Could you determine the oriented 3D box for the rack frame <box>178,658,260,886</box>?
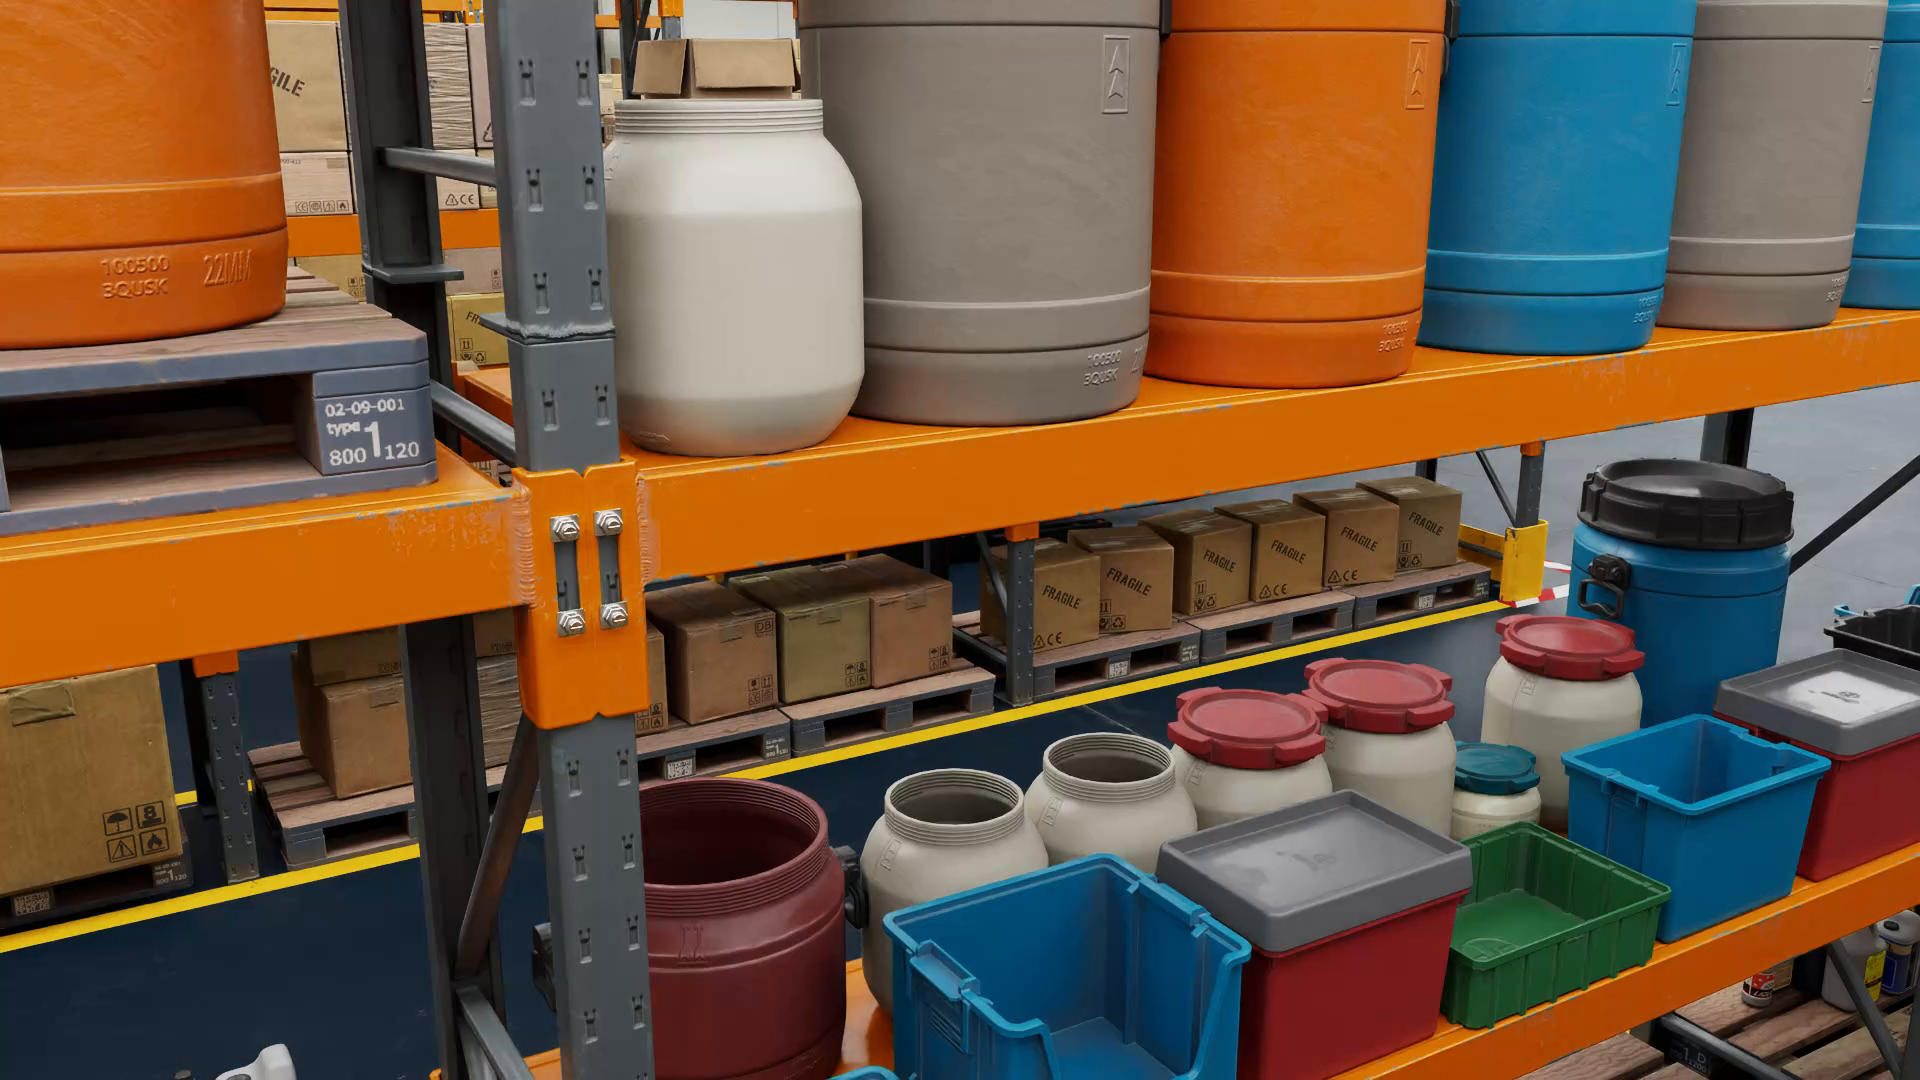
[{"bbox_3d":[-3.335,-0.086,7.160,0.127,3.000,1.000,-9,18,-30],"label":"rack frame"}]

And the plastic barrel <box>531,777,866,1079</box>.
[{"bbox_3d":[-0.542,0.860,3.534,0.708,0.536,0.600,-9,18,-30],"label":"plastic barrel"}]

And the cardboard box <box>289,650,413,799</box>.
[{"bbox_3d":[-2.771,0.808,7.787,0.500,0.500,0.700,-10,19,-33],"label":"cardboard box"}]

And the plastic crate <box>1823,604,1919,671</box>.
[{"bbox_3d":[3.159,0.490,5.219,0.504,0.338,0.767,-9,18,-30],"label":"plastic crate"}]

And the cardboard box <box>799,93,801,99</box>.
[{"bbox_3d":[-1.236,-3.455,13.123,0.250,0.149,0.380,-10,18,-31],"label":"cardboard box"}]

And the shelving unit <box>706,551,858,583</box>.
[{"bbox_3d":[-1.330,-0.562,11.637,1.083,1.500,0.587,-8,17,-25],"label":"shelving unit"}]

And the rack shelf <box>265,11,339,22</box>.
[{"bbox_3d":[-9.284,-6.155,19.768,4.000,0.370,1.077,-9,18,-30],"label":"rack shelf"}]

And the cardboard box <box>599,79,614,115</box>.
[{"bbox_3d":[-2.897,-3.291,12.351,0.500,0.250,0.500,-9,18,-29],"label":"cardboard box"}]

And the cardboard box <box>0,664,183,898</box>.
[{"bbox_3d":[-3.937,0.826,7.065,0.875,0.875,1.225,-10,19,-32],"label":"cardboard box"}]

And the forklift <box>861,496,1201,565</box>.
[{"bbox_3d":[0.563,-1.487,12.285,3.031,2.935,1.130,-8,17,-25],"label":"forklift"}]

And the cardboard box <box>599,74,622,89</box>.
[{"bbox_3d":[-3.707,-4.765,17.281,0.250,0.149,0.380,-10,18,-32],"label":"cardboard box"}]

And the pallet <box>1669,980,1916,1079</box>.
[{"bbox_3d":[3.242,1.763,5.731,1.213,0.211,1.003,-9,18,-30],"label":"pallet"}]

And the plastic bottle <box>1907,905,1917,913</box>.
[{"bbox_3d":[3.490,1.340,6.167,0.185,0.351,0.144,-9,18,-30],"label":"plastic bottle"}]

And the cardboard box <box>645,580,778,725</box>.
[{"bbox_3d":[-1.341,0.570,8.636,0.500,0.500,0.700,-11,19,-34],"label":"cardboard box"}]

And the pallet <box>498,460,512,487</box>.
[{"bbox_3d":[-1.659,-0.279,8.202,1.213,0.211,1.003,-9,18,-30],"label":"pallet"}]

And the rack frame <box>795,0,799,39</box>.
[{"bbox_3d":[-1.581,-6.380,18.497,0.127,3.000,1.000,-9,18,-30],"label":"rack frame"}]

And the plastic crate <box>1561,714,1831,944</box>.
[{"bbox_3d":[1.859,0.737,4.254,0.575,0.384,0.392,-9,18,-30],"label":"plastic crate"}]

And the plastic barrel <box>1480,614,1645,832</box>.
[{"bbox_3d":[1.712,0.520,4.744,0.433,0.535,0.433,0,16,0],"label":"plastic barrel"}]

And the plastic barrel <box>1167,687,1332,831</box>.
[{"bbox_3d":[0.712,0.683,4.166,0.433,0.535,0.433,0,16,0],"label":"plastic barrel"}]

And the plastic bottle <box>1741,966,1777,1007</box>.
[{"bbox_3d":[2.795,1.517,5.811,0.097,0.201,0.097,0,16,0],"label":"plastic bottle"}]

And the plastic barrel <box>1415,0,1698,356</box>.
[{"bbox_3d":[1.199,-0.879,3.503,0.708,0.901,0.600,-9,18,-30],"label":"plastic barrel"}]

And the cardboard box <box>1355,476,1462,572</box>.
[{"bbox_3d":[2.979,-0.114,11.112,0.500,0.500,0.500,-6,17,-19],"label":"cardboard box"}]

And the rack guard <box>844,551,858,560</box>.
[{"bbox_3d":[-0.884,-0.020,12.019,0.087,0.250,0.587,-8,17,-25],"label":"rack guard"}]

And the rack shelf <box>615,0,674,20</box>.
[{"bbox_3d":[-4.088,-3.876,11.637,4.000,0.370,1.077,-9,18,-30],"label":"rack shelf"}]

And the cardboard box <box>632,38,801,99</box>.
[{"bbox_3d":[-1.167,-2.165,8.049,0.637,0.503,0.797,-8,18,-27],"label":"cardboard box"}]

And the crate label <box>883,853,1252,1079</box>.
[{"bbox_3d":[0.207,0.967,3.337,0.616,0.435,0.502,-9,18,-30],"label":"crate label"}]

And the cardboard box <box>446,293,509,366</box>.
[{"bbox_3d":[-3.550,-1.577,12.294,0.500,0.500,0.500,-9,18,-29],"label":"cardboard box"}]

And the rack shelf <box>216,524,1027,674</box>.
[{"bbox_3d":[-1.620,-0.018,8.249,4.000,0.370,1.077,-9,18,-30],"label":"rack shelf"}]

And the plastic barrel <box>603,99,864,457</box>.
[{"bbox_3d":[-0.360,-0.411,2.553,0.421,0.512,0.421,0,16,0],"label":"plastic barrel"}]

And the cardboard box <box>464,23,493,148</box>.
[{"bbox_3d":[-1.935,-1.966,7.199,0.500,0.500,0.500,-10,18,-31],"label":"cardboard box"}]

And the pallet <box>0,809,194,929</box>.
[{"bbox_3d":[-4.049,1.349,7.208,1.213,0.211,1.003,-9,18,-30],"label":"pallet"}]

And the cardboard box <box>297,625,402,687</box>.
[{"bbox_3d":[-2.776,0.444,7.694,0.500,0.250,0.500,-8,18,-27],"label":"cardboard box"}]

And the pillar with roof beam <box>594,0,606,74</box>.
[{"bbox_3d":[-2.984,-6.643,19.438,0.400,9.000,9.100,-9,18,-30],"label":"pillar with roof beam"}]

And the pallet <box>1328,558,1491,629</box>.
[{"bbox_3d":[2.743,0.260,11.092,1.213,0.211,1.003,-9,18,-30],"label":"pallet"}]

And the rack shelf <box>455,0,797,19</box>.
[{"bbox_3d":[-3.295,-5.754,17.603,4.000,0.370,1.077,-9,18,-30],"label":"rack shelf"}]

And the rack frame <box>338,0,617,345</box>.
[{"bbox_3d":[-0.784,-1.829,2.262,0.127,3.000,1.000,-9,18,-30],"label":"rack frame"}]

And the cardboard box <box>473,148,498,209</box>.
[{"bbox_3d":[-1.925,-1.610,7.316,0.500,0.250,0.500,-9,18,-29],"label":"cardboard box"}]

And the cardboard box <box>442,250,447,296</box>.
[{"bbox_3d":[-4.103,-2.051,12.132,0.500,0.500,0.700,-9,18,-30],"label":"cardboard box"}]

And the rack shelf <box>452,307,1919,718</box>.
[{"bbox_3d":[0.930,-0.316,3.756,4.000,0.370,1.077,-9,18,-30],"label":"rack shelf"}]

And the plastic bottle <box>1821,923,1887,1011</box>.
[{"bbox_3d":[3.123,1.444,5.792,0.185,0.351,0.144,-9,18,-30],"label":"plastic bottle"}]

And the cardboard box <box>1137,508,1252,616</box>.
[{"bbox_3d":[1.436,0.127,10.253,0.500,0.500,0.500,-11,19,-35],"label":"cardboard box"}]
